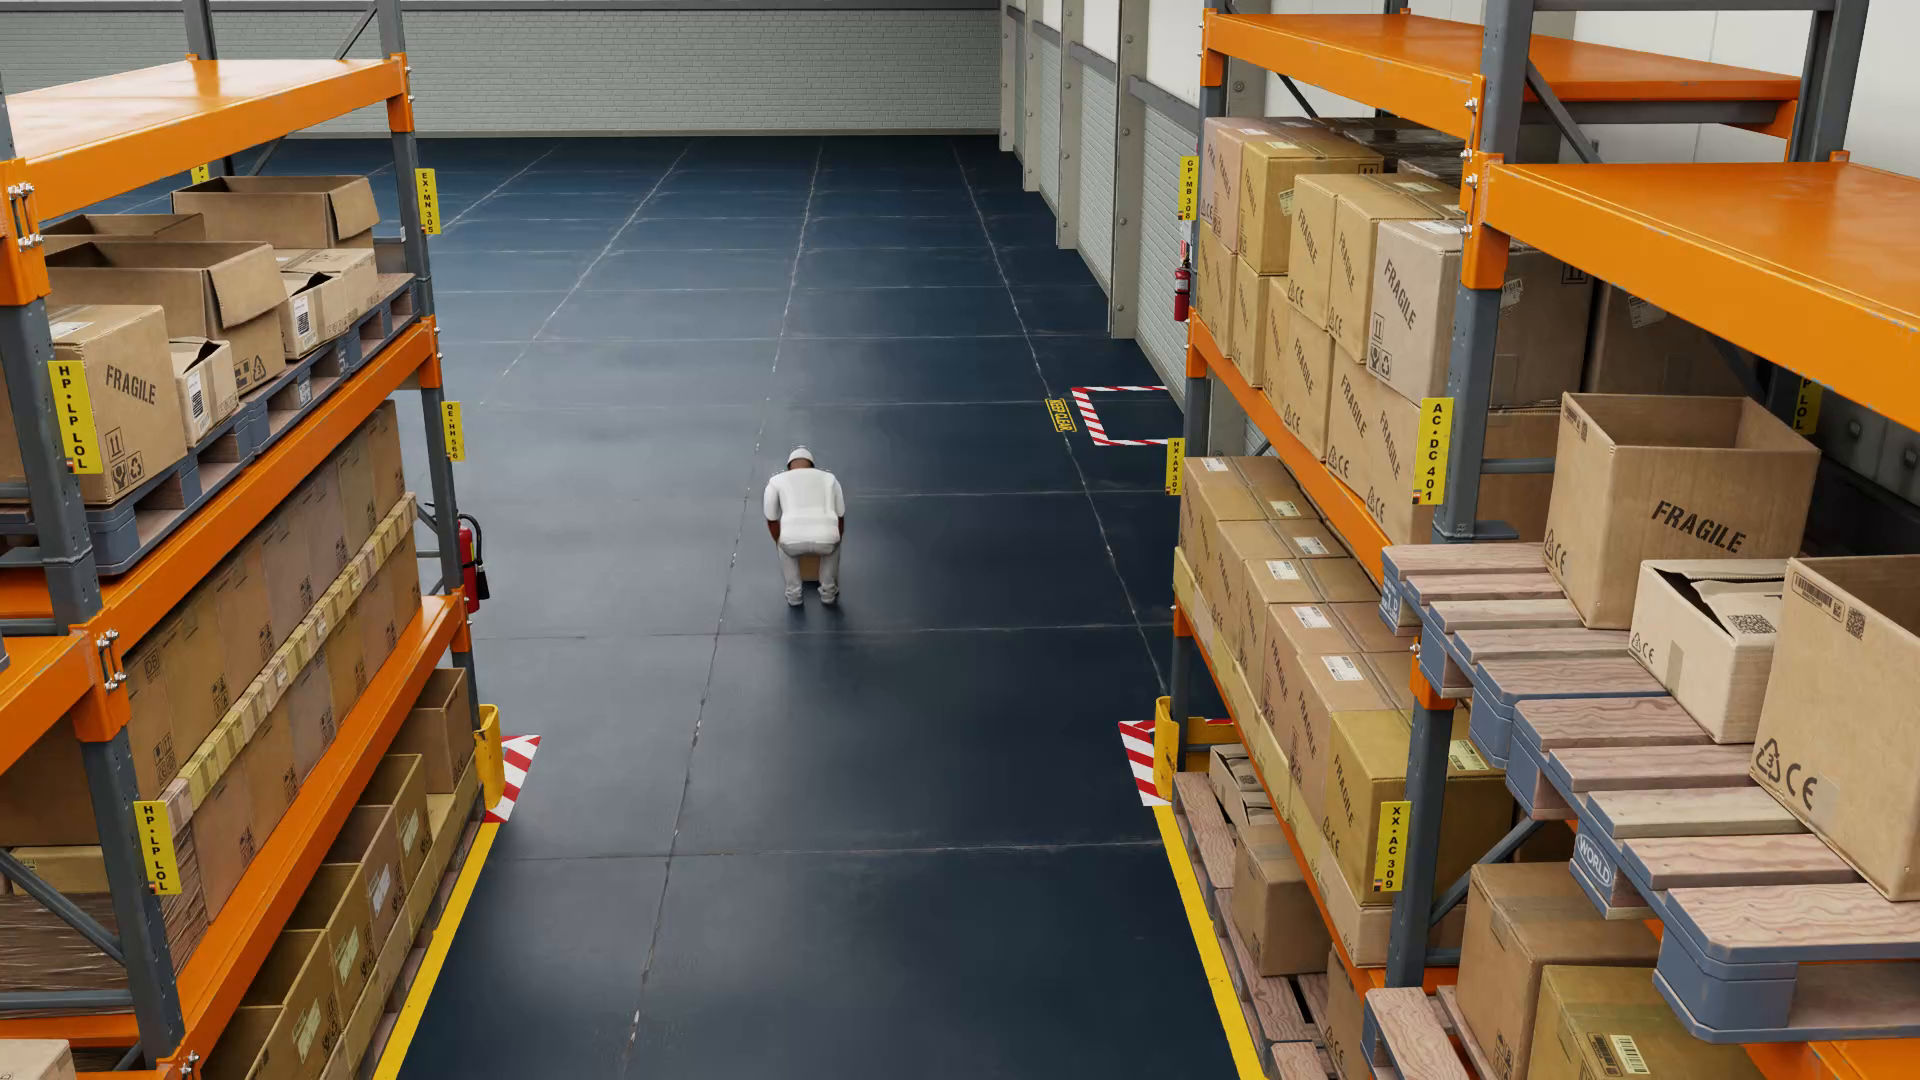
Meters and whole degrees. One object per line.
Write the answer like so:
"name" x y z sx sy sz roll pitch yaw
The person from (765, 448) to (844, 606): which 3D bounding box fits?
"person" -1.153 -0.084 12.327 0.593 1.039 0.884 -1 20 -3
